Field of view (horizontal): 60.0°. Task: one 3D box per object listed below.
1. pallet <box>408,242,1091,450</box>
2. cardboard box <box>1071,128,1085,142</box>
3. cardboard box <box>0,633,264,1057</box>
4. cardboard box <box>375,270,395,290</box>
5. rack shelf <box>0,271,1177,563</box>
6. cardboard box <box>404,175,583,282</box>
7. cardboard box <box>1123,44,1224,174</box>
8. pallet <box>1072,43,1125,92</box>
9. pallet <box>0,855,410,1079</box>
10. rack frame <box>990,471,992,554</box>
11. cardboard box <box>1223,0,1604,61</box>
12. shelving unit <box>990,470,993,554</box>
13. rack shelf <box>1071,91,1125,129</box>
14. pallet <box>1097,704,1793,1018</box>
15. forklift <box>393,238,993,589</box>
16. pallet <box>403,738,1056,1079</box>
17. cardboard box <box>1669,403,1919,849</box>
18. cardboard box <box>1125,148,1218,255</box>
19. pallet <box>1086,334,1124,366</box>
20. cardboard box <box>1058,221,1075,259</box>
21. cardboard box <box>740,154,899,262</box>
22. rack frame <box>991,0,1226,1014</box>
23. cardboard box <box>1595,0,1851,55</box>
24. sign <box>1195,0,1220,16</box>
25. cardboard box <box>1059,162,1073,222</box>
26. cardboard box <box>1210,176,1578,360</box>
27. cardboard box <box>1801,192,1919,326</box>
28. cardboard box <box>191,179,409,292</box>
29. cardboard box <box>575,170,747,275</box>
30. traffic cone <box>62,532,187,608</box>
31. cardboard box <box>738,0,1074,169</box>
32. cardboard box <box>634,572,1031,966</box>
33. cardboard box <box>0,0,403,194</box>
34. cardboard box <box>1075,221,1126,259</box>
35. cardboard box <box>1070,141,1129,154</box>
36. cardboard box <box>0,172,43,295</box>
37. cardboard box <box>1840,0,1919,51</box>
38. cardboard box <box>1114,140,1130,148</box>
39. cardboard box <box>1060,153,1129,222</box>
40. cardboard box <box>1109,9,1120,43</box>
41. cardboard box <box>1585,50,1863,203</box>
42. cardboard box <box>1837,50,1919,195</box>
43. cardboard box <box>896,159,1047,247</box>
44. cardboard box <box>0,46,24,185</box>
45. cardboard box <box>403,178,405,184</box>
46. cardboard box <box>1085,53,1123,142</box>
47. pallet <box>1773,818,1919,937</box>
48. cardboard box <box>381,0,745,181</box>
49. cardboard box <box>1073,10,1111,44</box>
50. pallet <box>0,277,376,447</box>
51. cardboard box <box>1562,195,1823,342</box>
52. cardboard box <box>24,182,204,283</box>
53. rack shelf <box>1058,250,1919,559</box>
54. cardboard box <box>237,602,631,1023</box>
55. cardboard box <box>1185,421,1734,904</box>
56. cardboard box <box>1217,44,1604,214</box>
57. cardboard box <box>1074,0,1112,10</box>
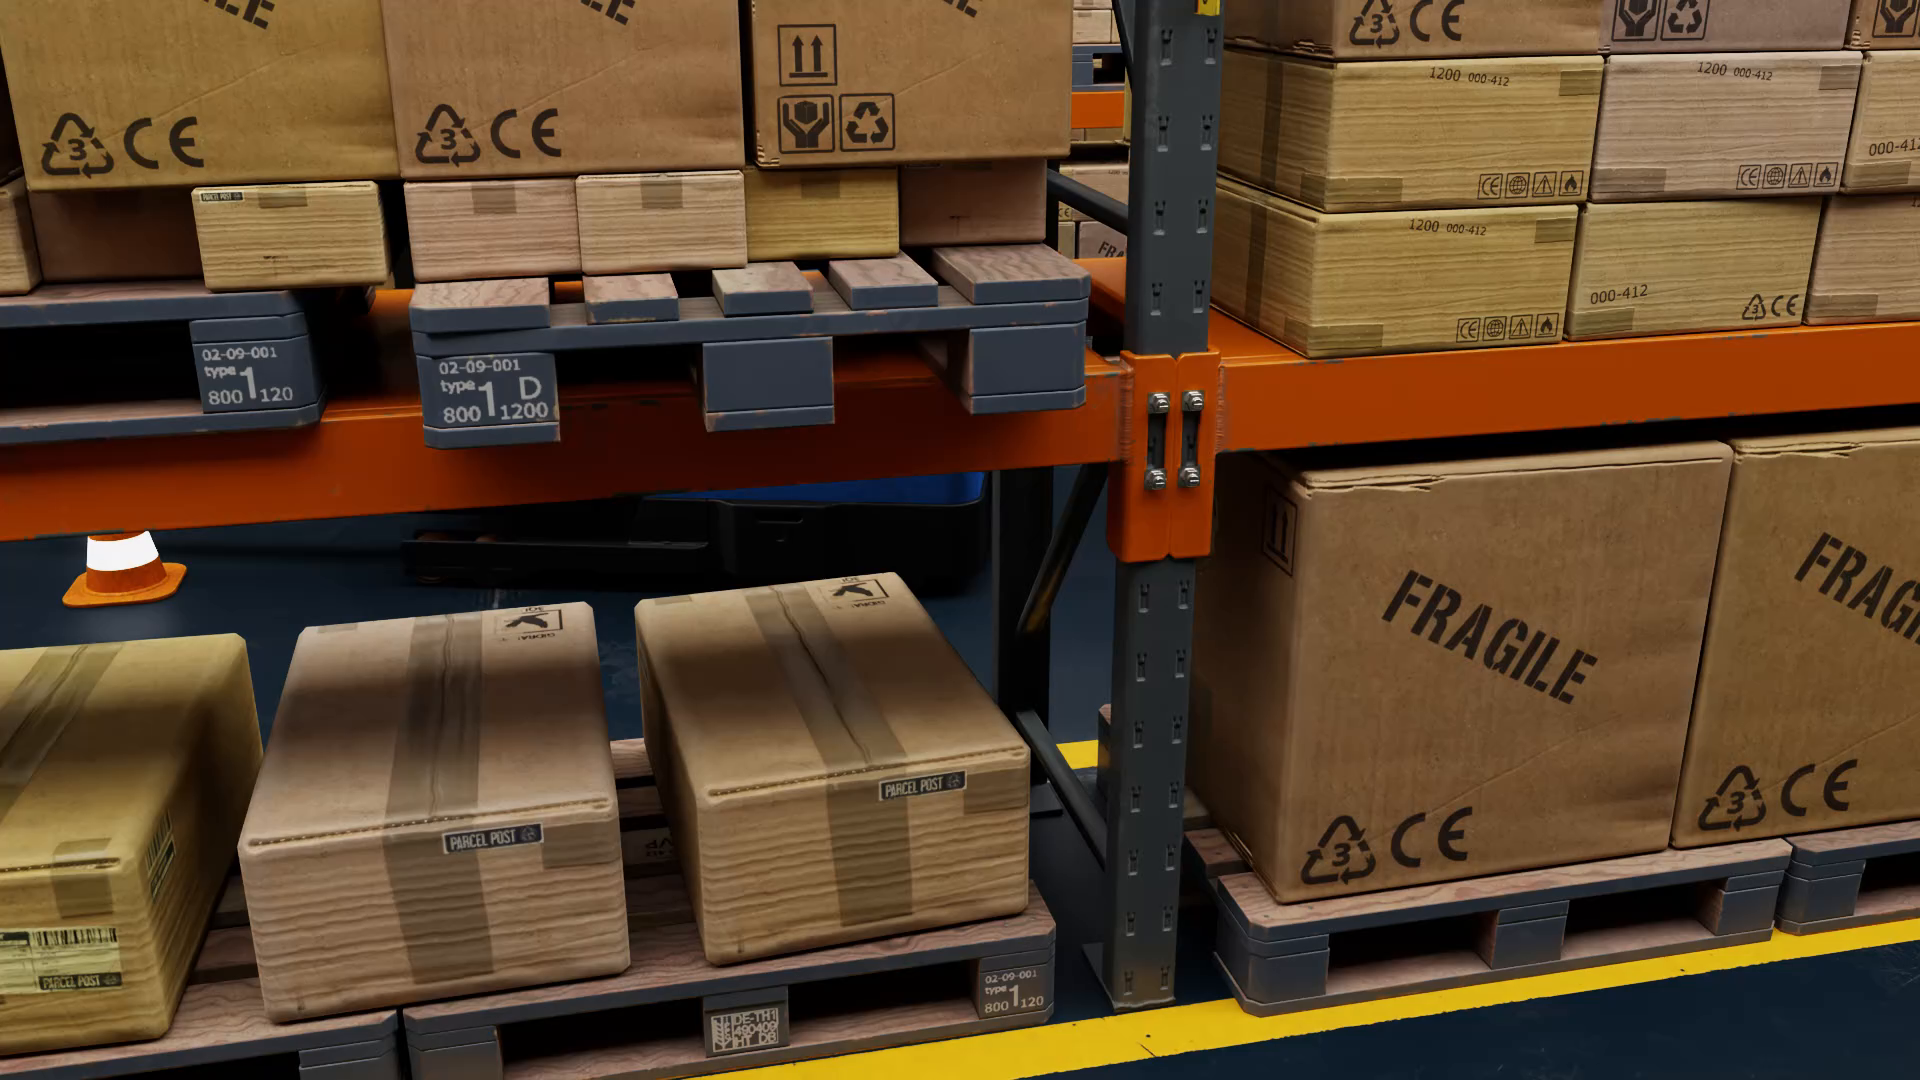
[{"bbox_3d":[-0.419,-0.466,3.005,1.003,0.211,1.213,-5,21,-12],"label":"pallet"},{"bbox_3d":[0.375,-3.353,13.086,0.875,0.875,1.225,-5,21,-14],"label":"cardboard box"},{"bbox_3d":[-1.758,0.549,3.165,0.625,0.372,0.950,-4,20,-11],"label":"cardboard box"},{"bbox_3d":[-2.451,-1.350,7.798,0.750,0.750,1.050,-4,21,-12],"label":"cardboard box"},{"bbox_3d":[-1.696,-0.152,2.915,4.000,0.370,1.077,-5,21,-12],"label":"rack shelf"},{"bbox_3d":[-0.741,-0.525,2.642,0.250,0.149,0.380,-6,21,-15],"label":"cardboard box"},{"bbox_3d":[0.663,-0.936,3.500,0.500,0.250,0.500,-5,21,-13],"label":"cardboard box"},{"bbox_3d":[0.930,-2.377,8.223,1.213,0.211,1.003,-5,21,-12],"label":"pallet"},{"bbox_3d":[-1.696,0.818,3.275,1.213,0.211,1.003,-5,21,-12],"label":"pallet"},{"bbox_3d":[0.114,-0.556,5.589,0.006,1.200,0.240,2,20,4],"label":"rack frame"},{"bbox_3d":[0.786,-1.122,2.917,0.500,0.500,0.500,-5,21,-14],"label":"cardboard box"},{"bbox_3d":[0.205,-0.554,5.583,0.189,1.200,0.258,2,20,4],"label":"shelving unit"},{"bbox_3d":[0.959,-2.118,8.281,4.000,0.370,1.077,-5,21,-12],"label":"rack shelf"},{"bbox_3d":[1.035,0.624,3.804,1.213,0.211,1.003,-5,21,-12],"label":"pallet"},{"bbox_3d":[-1.403,-1.406,5.393,3.031,2.935,1.130,2,20,4],"label":"forklift"},{"bbox_3d":[-0.511,0.722,3.535,1.213,0.211,1.003,-5,21,-12],"label":"pallet"},{"bbox_3d":[1.810,0.056,3.779,0.875,0.875,0.875,-4,21,-12],"label":"cardboard box"},{"bbox_3d":[0.683,-0.705,3.596,0.500,0.250,0.500,-5,21,-14],"label":"cardboard box"},{"bbox_3d":[0.959,-1.145,8.632,1.213,0.211,1.003,-5,21,-12],"label":"pallet"},{"bbox_3d":[0.248,-1.332,8.114,0.500,0.500,0.500,-4,21,-12],"label":"cardboard box"},{"bbox_3d":[-0.259,-0.577,2.784,0.250,0.149,0.380,-4,21,-12],"label":"cardboard box"},{"bbox_3d":[0.250,-0.648,3.223,0.127,3.000,1.000,-5,21,-12],"label":"rack frame"},{"bbox_3d":[1.267,-1.164,3.033,0.500,0.500,0.500,-5,21,-12],"label":"cardboard box"},{"bbox_3d":[0.384,-0.974,2.544,0.005,0.325,0.100,-5,21,-12],"label":"sign"},{"bbox_3d":[0.233,-1.686,7.991,0.500,0.250,0.500,-5,21,-13],"label":"cardboard box"},{"bbox_3d":[0.784,-0.532,3.125,0.500,0.250,0.500,-5,21,-13],"label":"cardboard box"},{"bbox_3d":[1.792,-0.618,3.360,0.500,0.250,0.500,-4,20,-11],"label":"cardboard box"},{"bbox_3d":[-1.005,-0.499,2.570,0.250,0.149,0.380,-4,21,-12],"label":"cardboard box"},{"bbox_3d":[-0.494,-0.542,2.689,0.250,0.149,0.380,-5,21,-13],"label":"cardboard box"},{"bbox_3d":[-2.706,-0.065,5.319,0.334,0.463,0.336,-5,21,-12],"label":"traffic cone"},{"bbox_3d":[-0.128,-0.903,2.730,0.500,0.500,0.500,-5,21,-14],"label":"cardboard box"},{"bbox_3d":[-0.302,0.430,3.490,0.625,0.372,0.950,-6,21,-16],"label":"cardboard box"},{"bbox_3d":[-1.120,-0.818,2.499,0.500,0.500,0.500,-6,21,-16],"label":"cardboard box"},{"bbox_3d":[0.747,-1.374,8.229,0.500,0.500,0.500,-5,21,-14],"label":"cardboard box"},{"bbox_3d":[0.605,-1.893,8.555,0.500,0.250,0.500,-4,21,-11],"label":"cardboard box"},{"bbox_3d":[-1.504,-0.474,2.501,0.250,0.149,0.380,-5,21,-14],"label":"cardboard box"},{"bbox_3d":[1.774,-1.200,3.131,0.500,0.500,0.500,-4,21,-11],"label":"cardboard box"},{"bbox_3d":[1.111,-1.937,8.676,0.500,0.250,0.500,-4,20,-10],"label":"cardboard box"},{"bbox_3d":[0.718,-1.721,8.086,0.500,0.250,0.500,-4,21,-12],"label":"cardboard box"},{"bbox_3d":[0.784,-2.450,7.896,0.250,0.149,0.380,-4,21,-12],"label":"cardboard box"},{"bbox_3d":[1.303,-0.811,3.158,0.500,0.250,0.500,-4,21,-11],"label":"cardboard box"},{"bbox_3d":[1.791,-0.846,3.254,0.500,0.250,0.500,-5,21,-13],"label":"cardboard box"},{"bbox_3d":[-0.015,-0.623,2.908,0.250,0.149,0.380,-4,20,-10],"label":"cardboard box"},{"bbox_3d":[-1.651,-0.775,2.381,0.500,0.500,0.500,-6,21,-15],"label":"cardboard box"},{"bbox_3d":[-0.941,-0.732,3.206,0.250,0.149,0.380,-5,21,-12],"label":"cardboard box"},{"bbox_3d":[1.244,-3.424,13.280,0.875,0.875,1.225,-5,21,-12],"label":"cardboard box"},{"bbox_3d":[2.220,0.529,4.065,1.213,0.211,1.003,-5,21,-12],"label":"pallet"},{"bbox_3d":[-0.629,-0.858,2.609,0.500,0.500,0.500,-5,21,-13],"label":"cardboard box"},{"bbox_3d":[0.539,-2.431,7.844,0.250,0.149,0.380,-4,20,-11],"label":"cardboard box"},{"bbox_3d":[-1.667,-0.388,2.791,1.213,0.211,1.003,-5,21,-12],"label":"pallet"},{"bbox_3d":[1.280,-0.579,3.252,0.500,0.250,0.500,-5,21,-14],"label":"cardboard box"},{"bbox_3d":[-1.279,-0.521,2.630,0.250,0.149,0.380,-4,21,-12],"label":"cardboard box"},{"bbox_3d":[2.196,-0.469,3.779,4.000,0.370,1.077,-5,21,-12],"label":"rack shelf"},{"bbox_3d":[-1.018,0.491,3.323,0.625,0.372,0.950,-5,21,-14],"label":"cardboard box"},{"bbox_3d":[0.941,0.125,3.590,0.875,0.875,0.875,-5,21,-13],"label":"cardboard box"},{"bbox_3d":[0.800,-0.770,3.047,0.500,0.250,0.500,-5,21,-13],"label":"cardboard box"},{"bbox_3d":[0.540,-2.571,7.794,0.250,0.149,0.380,-5,21,-12],"label":"cardboard box"}]
